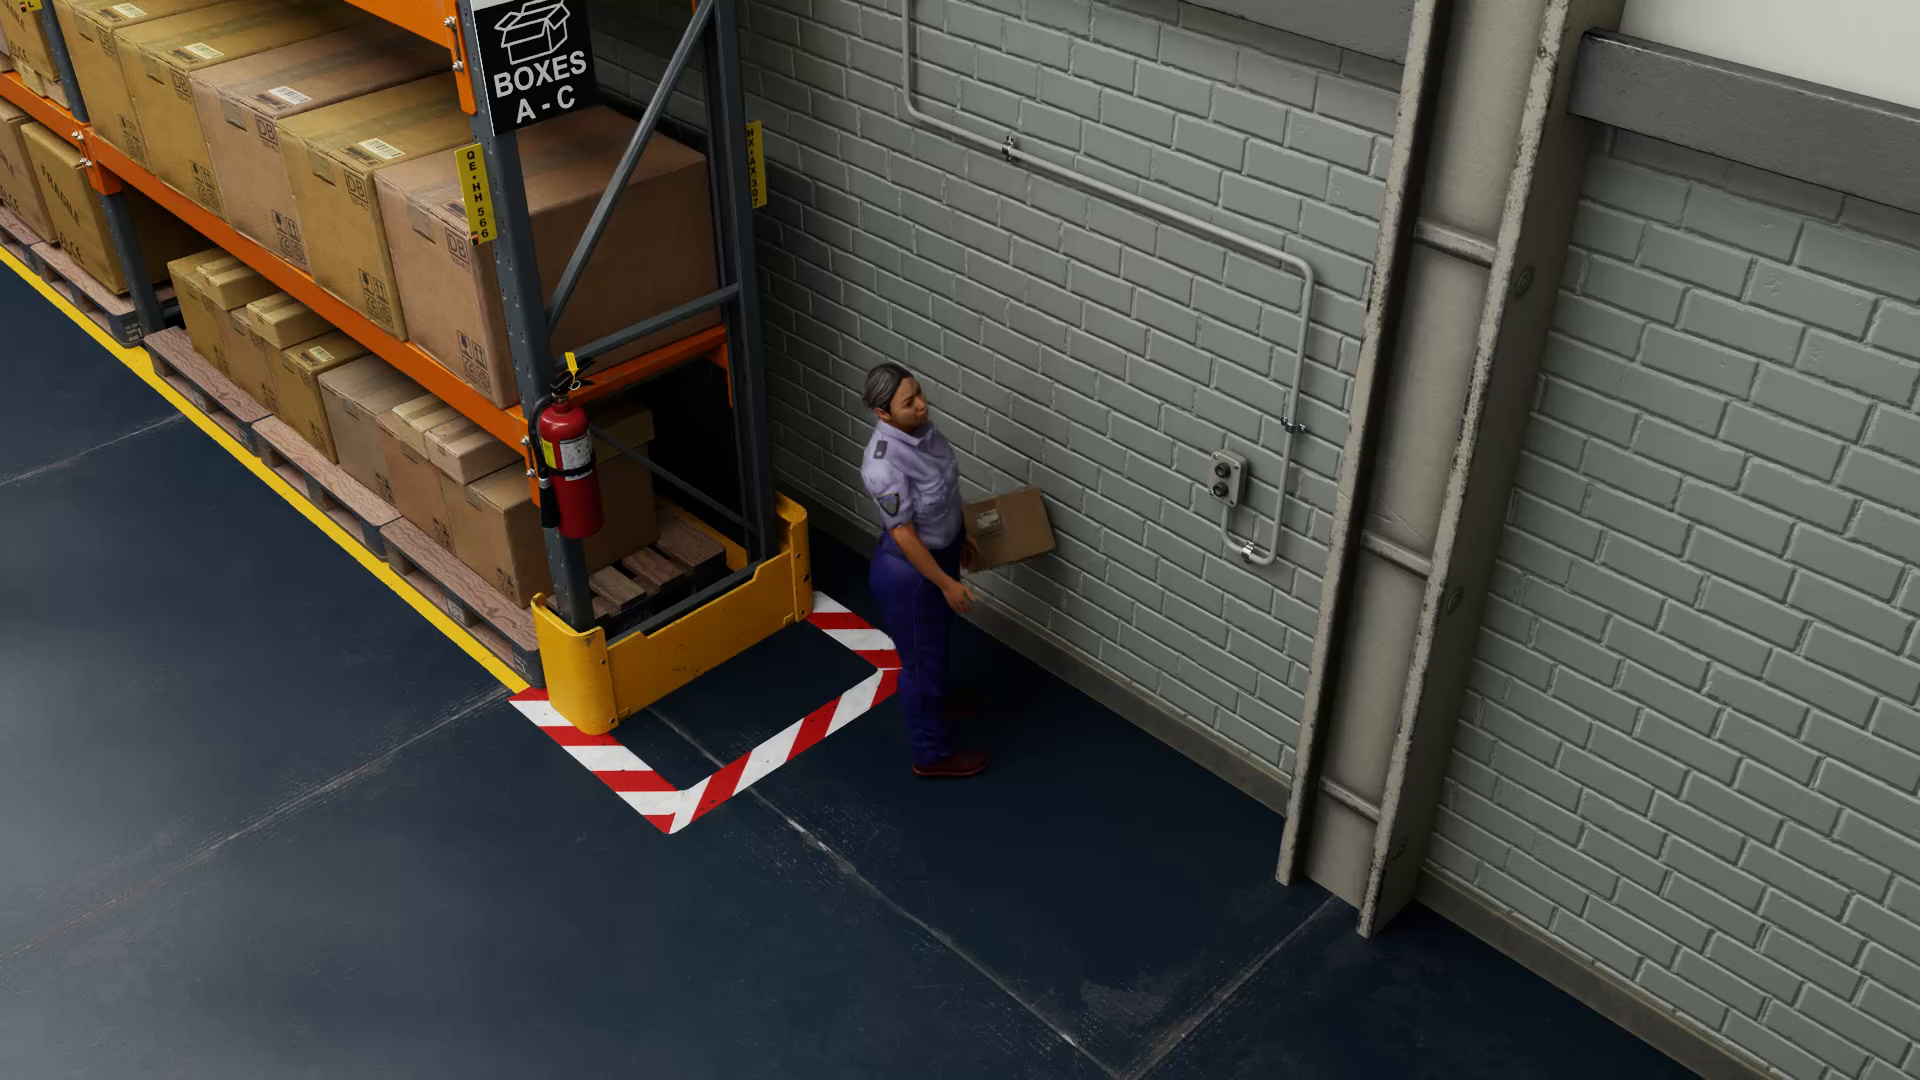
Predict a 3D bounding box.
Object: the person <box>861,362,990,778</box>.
[{"bbox_3d":[-0.100,0.102,6.016,0.489,1.652,0.507,7,36,10],"label":"person"}]
